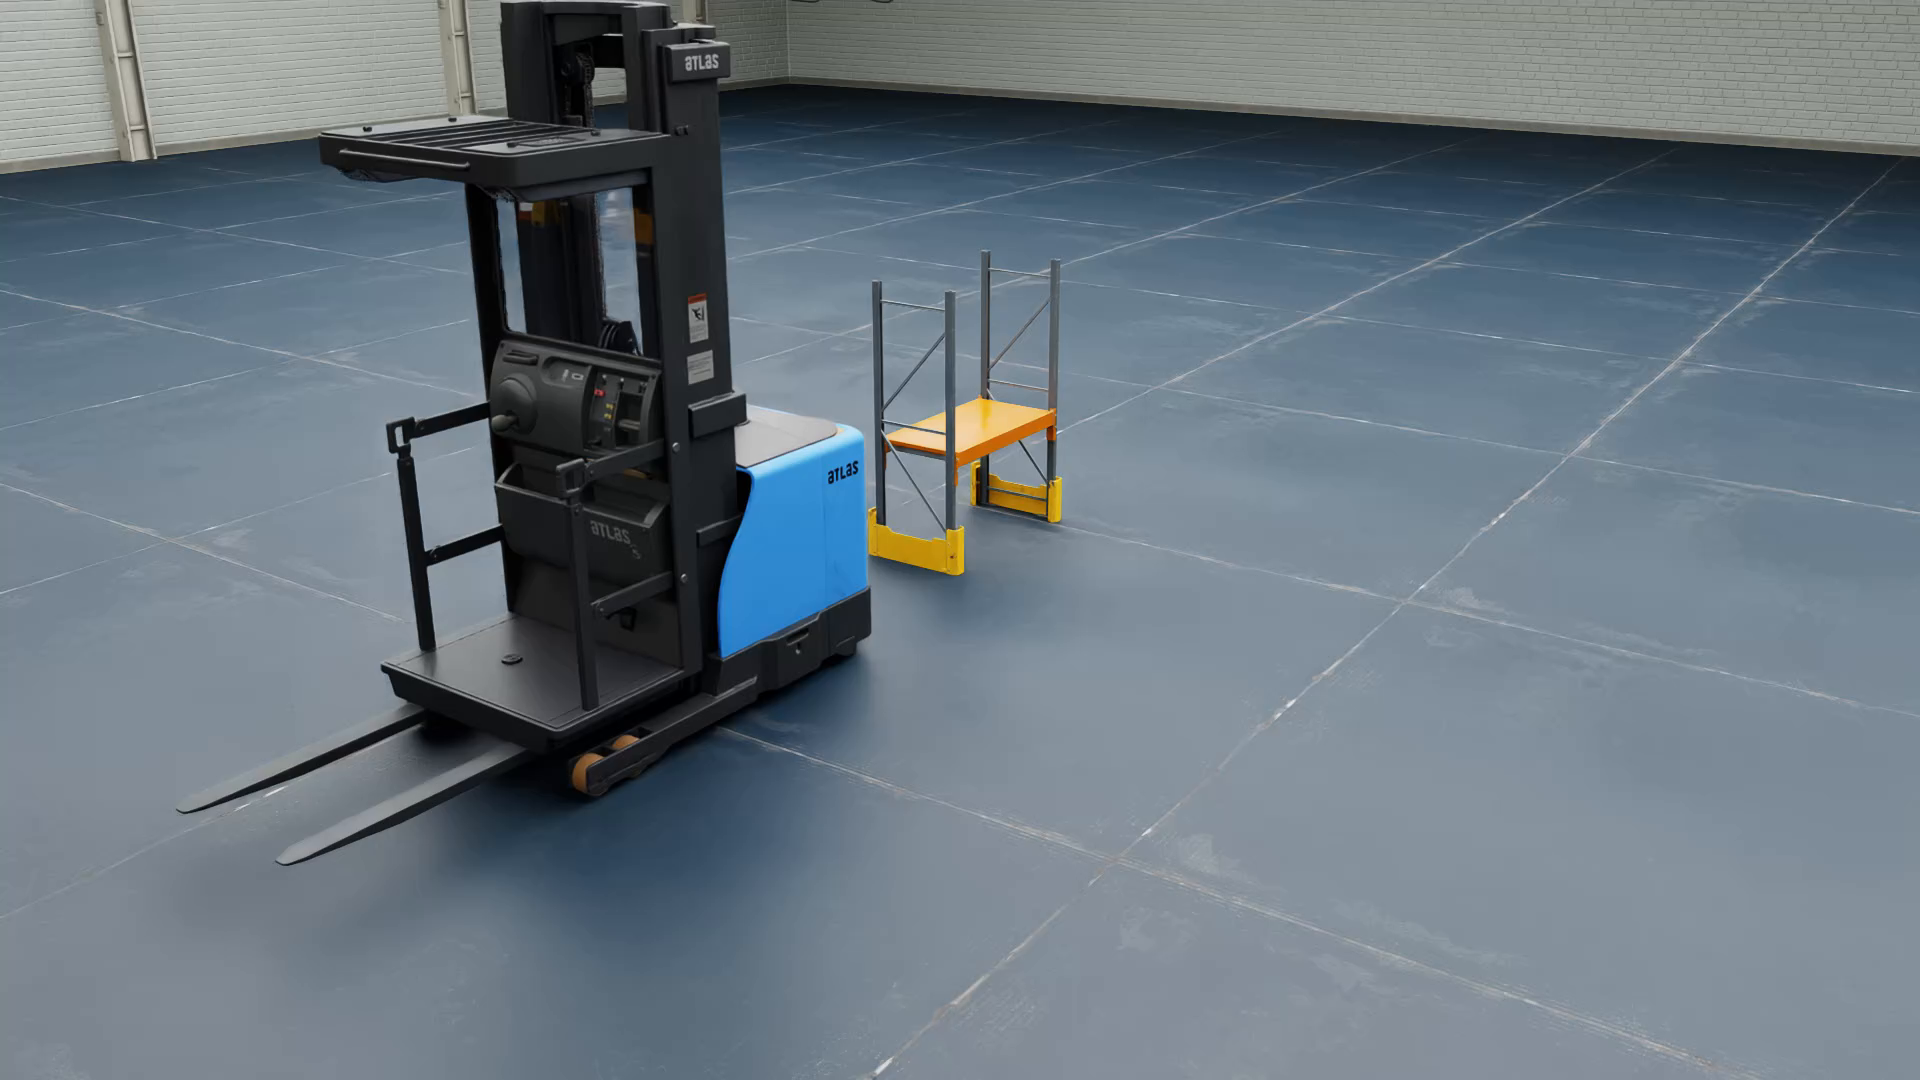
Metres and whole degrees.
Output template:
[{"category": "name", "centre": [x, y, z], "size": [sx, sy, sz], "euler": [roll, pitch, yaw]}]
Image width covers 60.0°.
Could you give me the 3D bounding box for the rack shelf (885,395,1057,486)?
[{"category": "rack shelf", "centre": [0.048, -0.559, 9.133], "size": [0.538, 0.185, 1.000], "euler": [13, 24, 32]}]

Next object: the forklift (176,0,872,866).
[{"category": "forklift", "centre": [-1.683, -0.557, 6.545], "size": [1.130, 2.935, 3.031], "euler": [14, 24, 33]}]

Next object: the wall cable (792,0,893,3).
[{"category": "wall cable", "centre": [-2.507, -12.358, 34.180], "size": [3.097, 2.526, 0.112], "euler": [13, 24, 32]}]

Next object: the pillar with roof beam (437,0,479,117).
[{"category": "pillar with roof beam", "centre": [-5.070, -10.666, 25.130], "size": [9.100, 9.000, 0.400], "euler": [13, 24, 32]}]

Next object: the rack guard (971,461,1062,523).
[{"category": "rack guard", "centre": [0.323, -0.282, 9.667], "size": [0.587, 0.250, 0.087], "euler": [13, 24, 32]}]

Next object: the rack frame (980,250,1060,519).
[{"category": "rack frame", "centre": [0.334, -0.874, 9.465], "size": [0.500, 1.500, 0.032], "euler": [13, 24, 32]}]

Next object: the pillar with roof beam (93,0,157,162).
[{"category": "pillar with roof beam", "centre": [-8.442, -8.945, 20.476], "size": [9.100, 9.000, 0.400], "euler": [13, 24, 32]}]

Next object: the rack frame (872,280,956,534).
[{"category": "rack frame", "centre": [-0.238, -0.582, 8.677], "size": [0.500, 1.500, 0.032], "euler": [13, 24, 32]}]

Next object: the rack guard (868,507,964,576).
[{"category": "rack guard", "centre": [-0.237, 0.004, 8.894], "size": [0.587, 0.250, 0.087], "euler": [13, 24, 32]}]

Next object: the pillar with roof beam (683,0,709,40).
[{"category": "pillar with roof beam", "centre": [-1.697, -12.388, 29.784], "size": [9.100, 9.000, 0.400], "euler": [13, 24, 32]}]

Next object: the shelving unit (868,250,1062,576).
[{"category": "shelving unit", "centre": [0.043, -0.725, 9.064], "size": [0.587, 1.500, 1.083], "euler": [13, 24, 32]}]
